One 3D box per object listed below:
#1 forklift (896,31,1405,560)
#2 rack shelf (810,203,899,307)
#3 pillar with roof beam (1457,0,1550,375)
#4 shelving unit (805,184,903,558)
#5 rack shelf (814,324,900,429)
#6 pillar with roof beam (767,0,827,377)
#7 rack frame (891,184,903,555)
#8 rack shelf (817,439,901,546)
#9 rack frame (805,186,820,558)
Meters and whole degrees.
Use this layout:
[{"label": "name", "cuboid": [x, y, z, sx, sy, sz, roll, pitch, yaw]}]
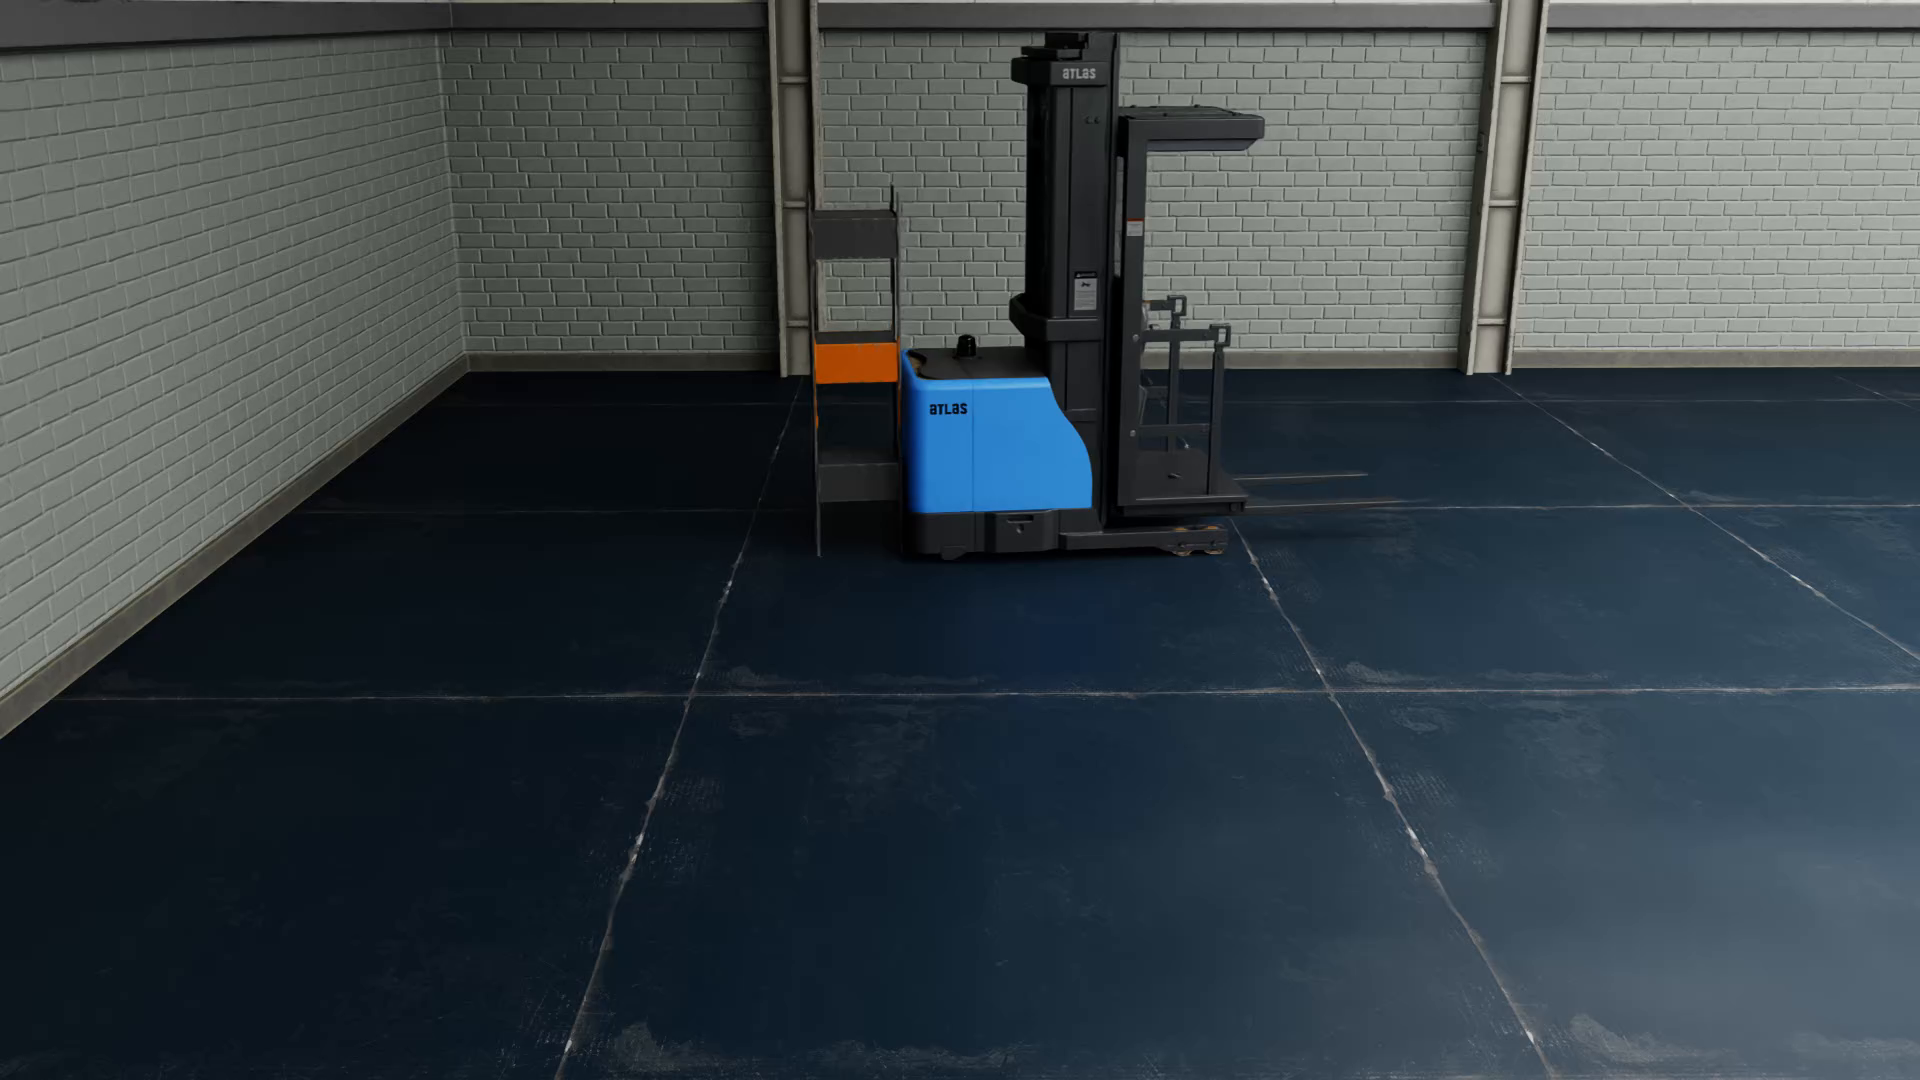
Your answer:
[{"label": "forklift", "cuboid": [1.146, -1.459, 9.797, 3.031, 2.935, 1.130, -2, 18, -7]}, {"label": "rack shelf", "cuboid": [-0.607, -1.618, 9.408, 0.480, 0.518, 0.431, -2, 18, -7]}, {"label": "pillar with roof beam", "cuboid": [4.697, -4.465, 9.234, 0.400, 9.000, 9.100, 0, 18, -1]}, {"label": "shelving unit", "cuboid": [-0.607, -0.965, 9.617, 0.503, 2.100, 0.431, -2, 18, -7]}, {"label": "rack shelf", "cuboid": [-0.607, -0.952, 9.621, 0.480, 0.518, 0.431, -2, 18, -7]}, {"label": "pillar with roof beam", "cuboid": [-1.302, -4.436, 9.144, 0.400, 9.000, 9.100, 0, 18, -1]}, {"label": "rack frame", "cuboid": [-0.365, -0.974, 9.646, 0.015, 2.100, 0.400, -2, 18, -7]}, {"label": "rack shelf", "cuboid": [-0.607, -0.285, 9.835, 0.480, 0.518, 0.431, -2, 18, -7]}, {"label": "rack frame", "cuboid": [-0.849, -0.955, 9.588, 0.015, 2.100, 0.400, -2, 18, -7]}]
